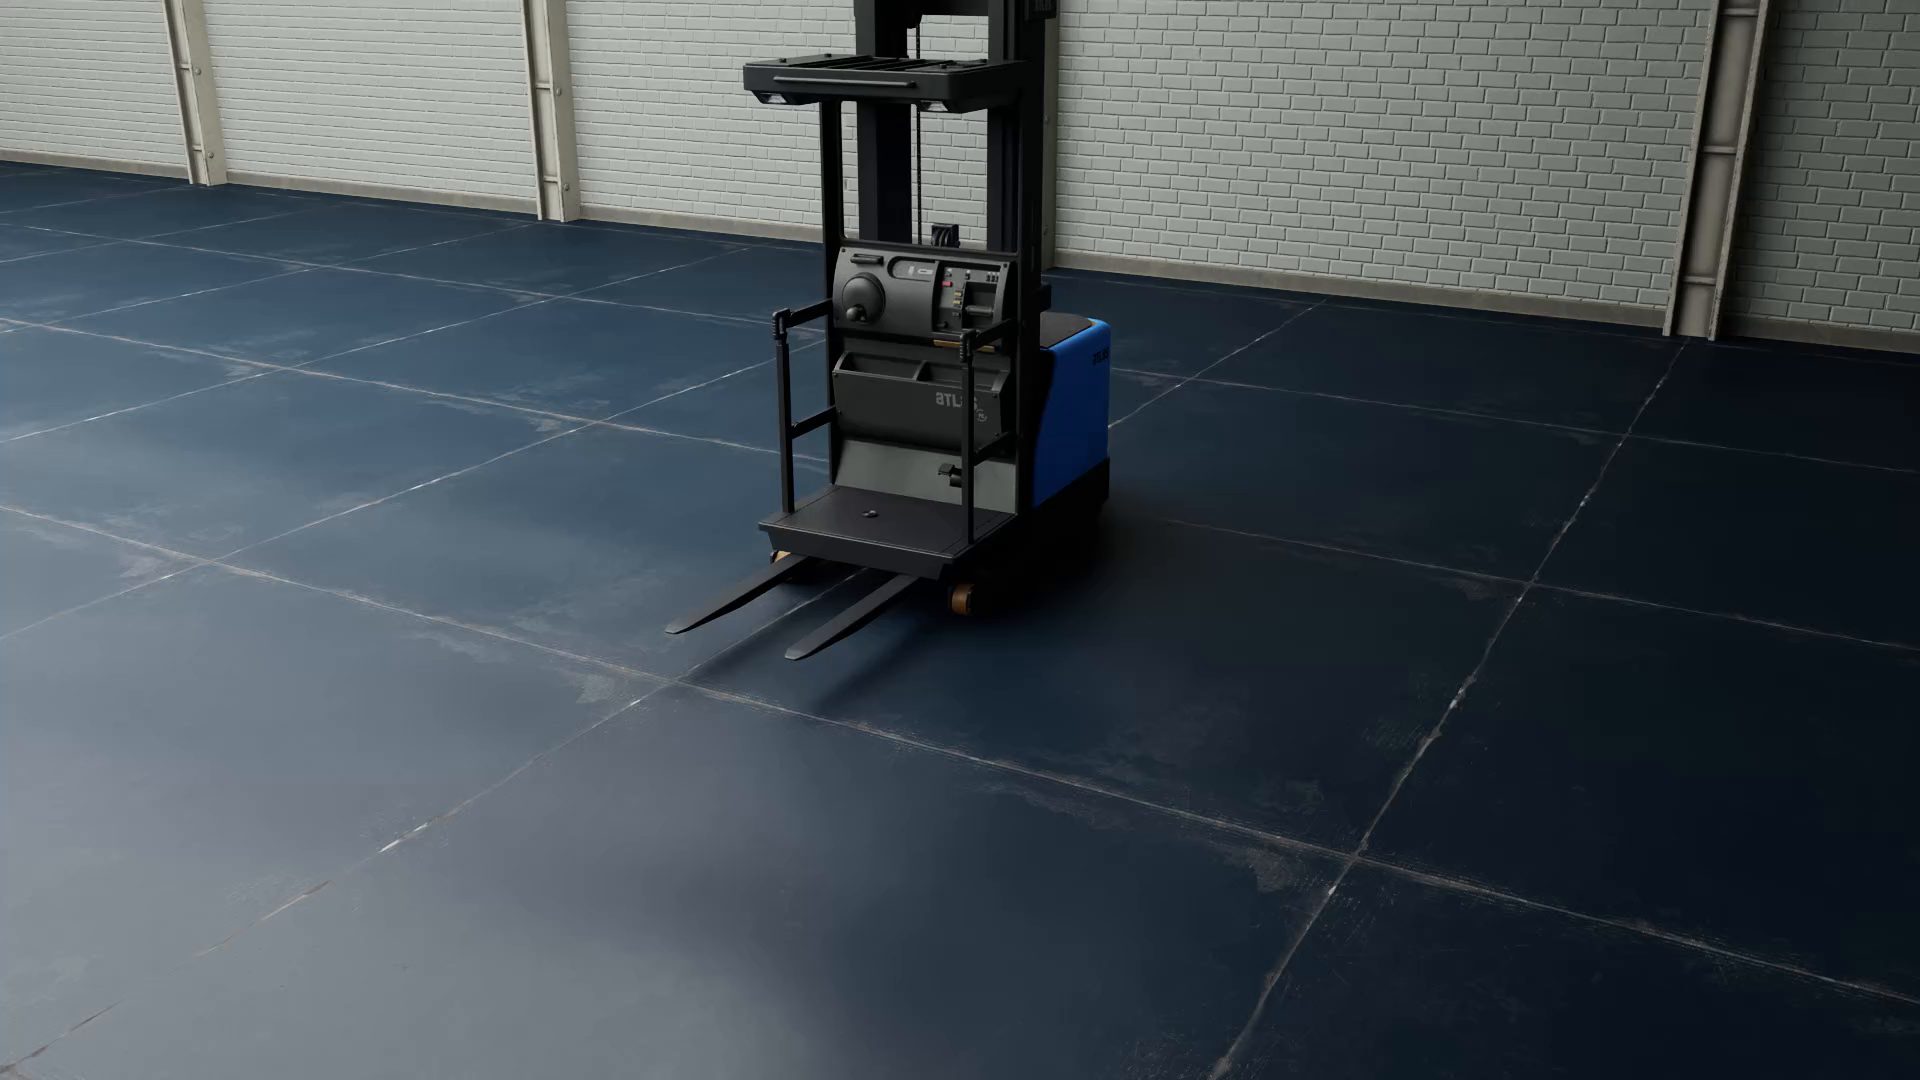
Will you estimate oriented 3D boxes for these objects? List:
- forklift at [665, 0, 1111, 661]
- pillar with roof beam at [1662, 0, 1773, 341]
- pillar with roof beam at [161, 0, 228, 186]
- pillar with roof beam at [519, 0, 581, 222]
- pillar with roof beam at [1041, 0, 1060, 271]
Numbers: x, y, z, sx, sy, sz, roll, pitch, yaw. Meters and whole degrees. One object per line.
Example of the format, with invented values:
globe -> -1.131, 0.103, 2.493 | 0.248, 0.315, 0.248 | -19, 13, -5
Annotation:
forklift -> -0.286, -1.186, 7.837 | 1.130, 2.935, 3.031 | 10, 22, 25
pillar with roof beam -> 3.819, -4.615, 8.391 | 0.400, 9.000, 9.100 | 11, 23, 27
pillar with roof beam -> -11.896, -7.608, 16.643 | 0.400, 9.000, 9.100 | 11, 23, 27
pillar with roof beam -> -6.658, -6.610, 13.892 | 0.400, 9.000, 9.100 | 11, 23, 27
pillar with roof beam -> -1.419, -5.613, 11.141 | 0.400, 9.000, 9.100 | 11, 23, 27
